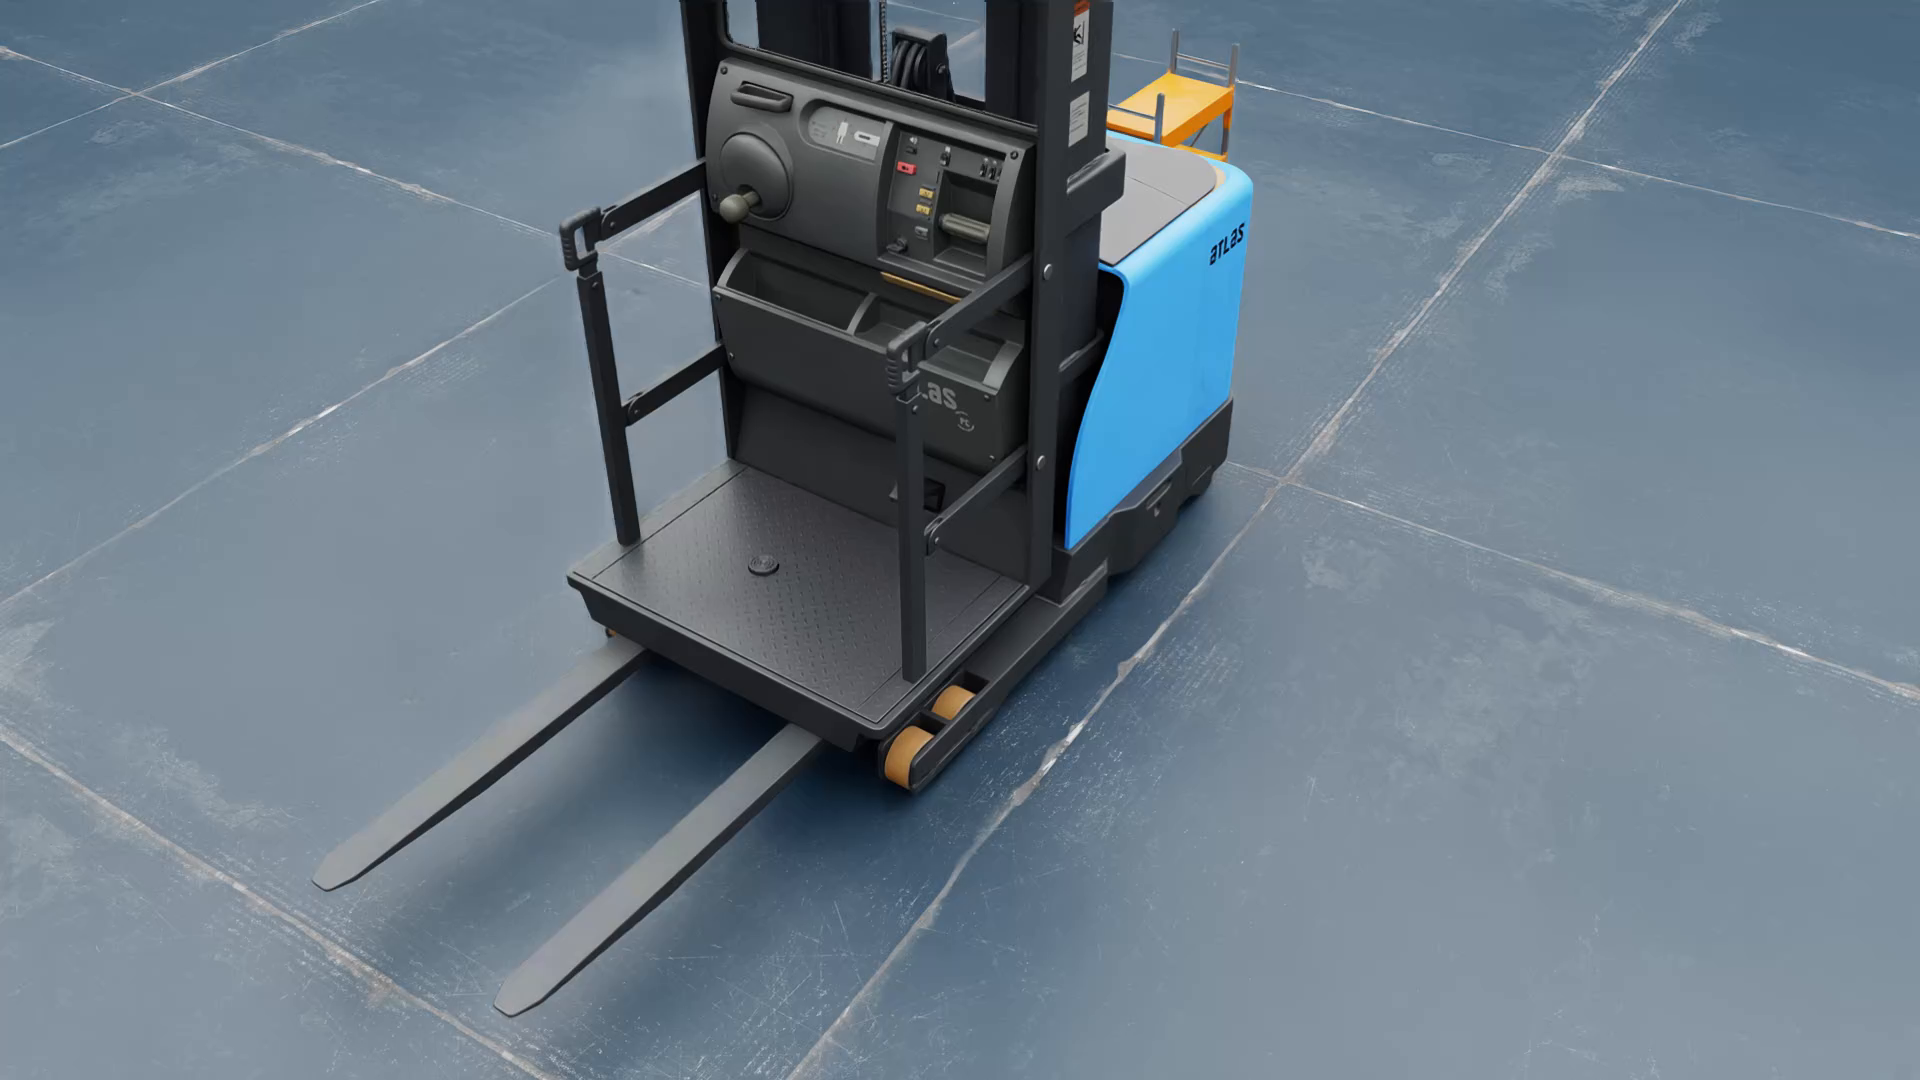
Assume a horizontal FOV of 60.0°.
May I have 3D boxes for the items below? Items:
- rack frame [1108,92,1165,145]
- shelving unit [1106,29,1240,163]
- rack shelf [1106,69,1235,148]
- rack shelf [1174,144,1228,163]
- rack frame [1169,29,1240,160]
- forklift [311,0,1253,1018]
[{"bbox_3d":[0.520,-0.915,5.455,0.240,1.200,0.015,23,43,27],"label":"rack frame"},{"bbox_3d":[0.659,-1.038,5.613,0.258,1.200,0.503,23,43,27],"label":"shelving unit"},{"bbox_3d":[0.659,-1.349,5.373,0.258,0.148,0.480,23,43,27],"label":"rack shelf"},{"bbox_3d":[0.659,-1.162,5.518,0.258,0.148,0.480,23,43,27],"label":"rack shelf"},{"bbox_3d":[0.799,-1.160,5.772,0.240,1.200,0.015,23,43,27],"label":"rack frame"},{"bbox_3d":[-0.370,-0.837,3.935,1.130,2.935,3.031,23,43,27],"label":"forklift"}]
